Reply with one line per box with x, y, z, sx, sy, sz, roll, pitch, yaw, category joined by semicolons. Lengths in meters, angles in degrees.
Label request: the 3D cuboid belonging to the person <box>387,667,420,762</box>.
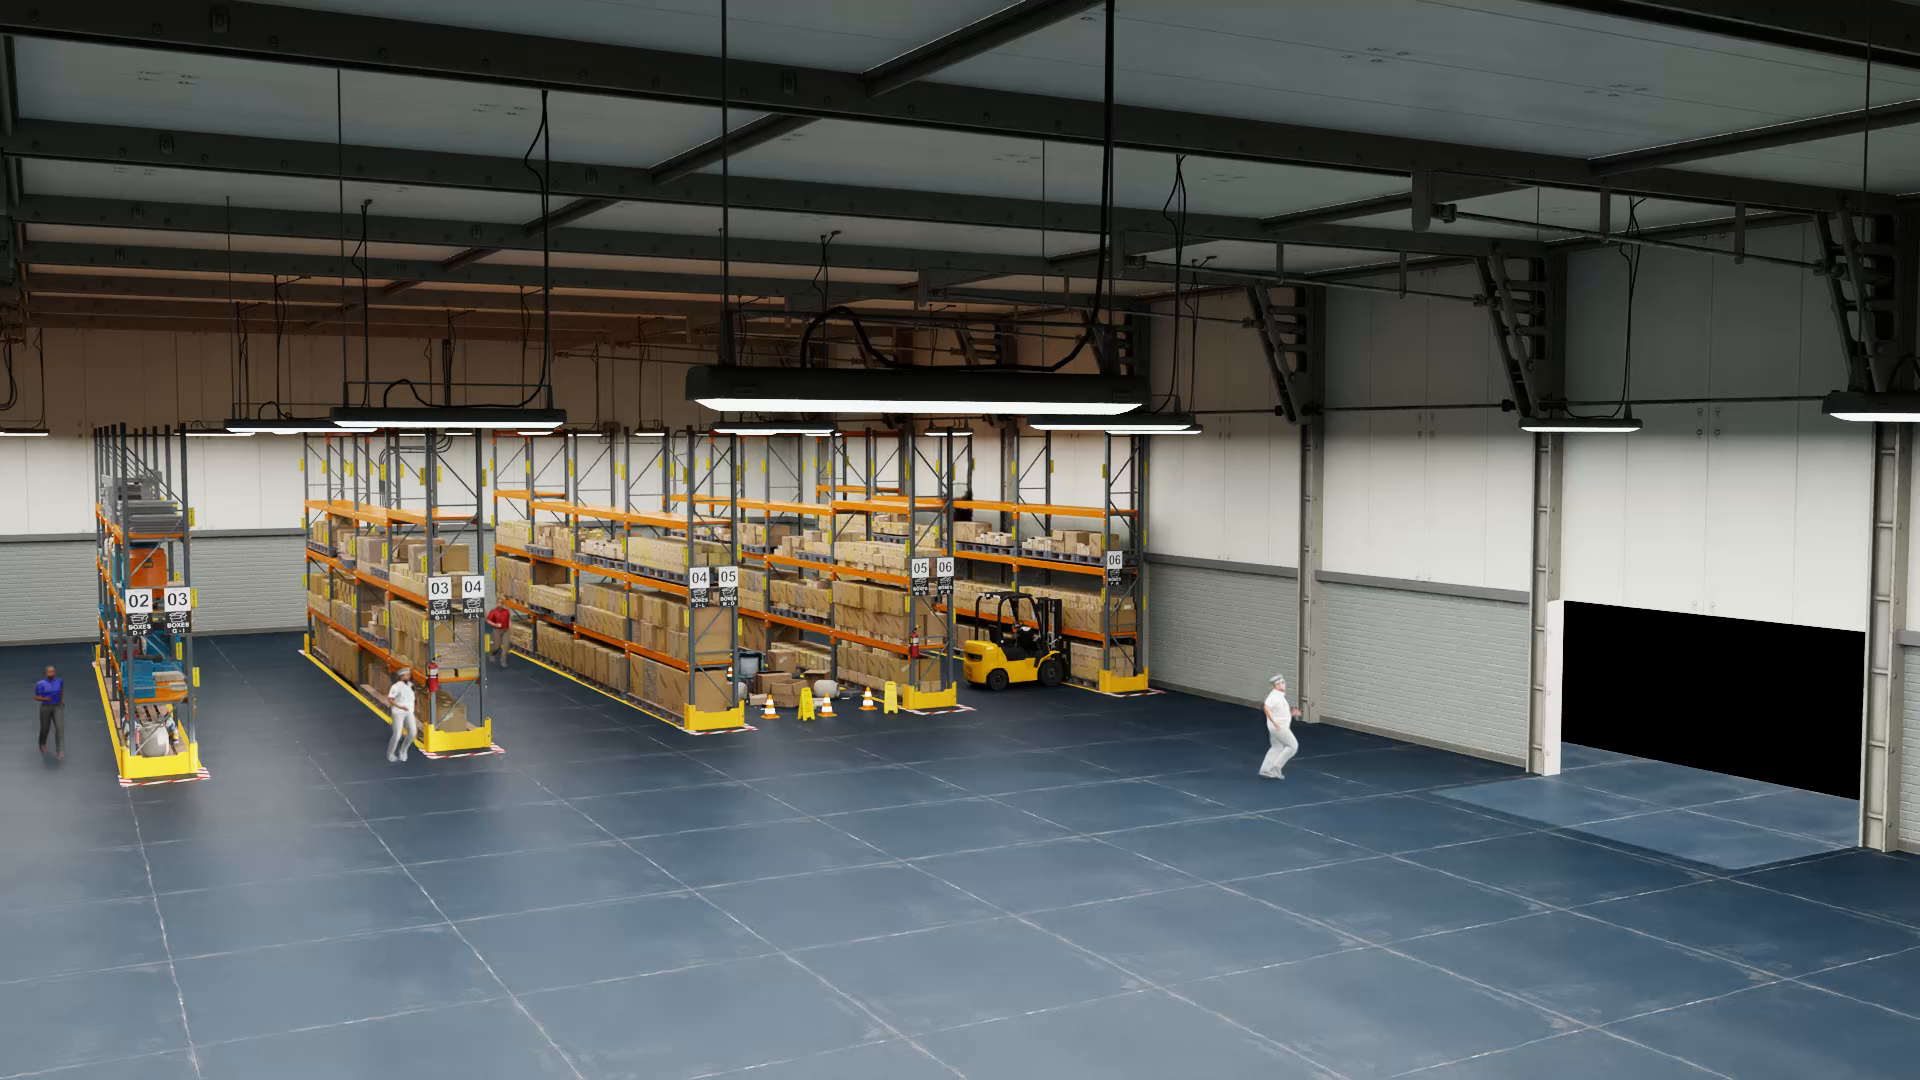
-9.882;3.103;29.631;0.579;1.681;0.648;3;4;38;person

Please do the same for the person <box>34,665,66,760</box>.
-16.358;3.076;29.899;0.539;1.675;0.899;-3;5;-42;person

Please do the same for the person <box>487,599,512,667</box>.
-11.609;2.336;41.961;0.672;1.688;0.746;-3;4;-39;person

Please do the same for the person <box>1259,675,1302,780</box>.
5.398;3.149;27.983;0.693;1.771;0.641;0;3;5;person
